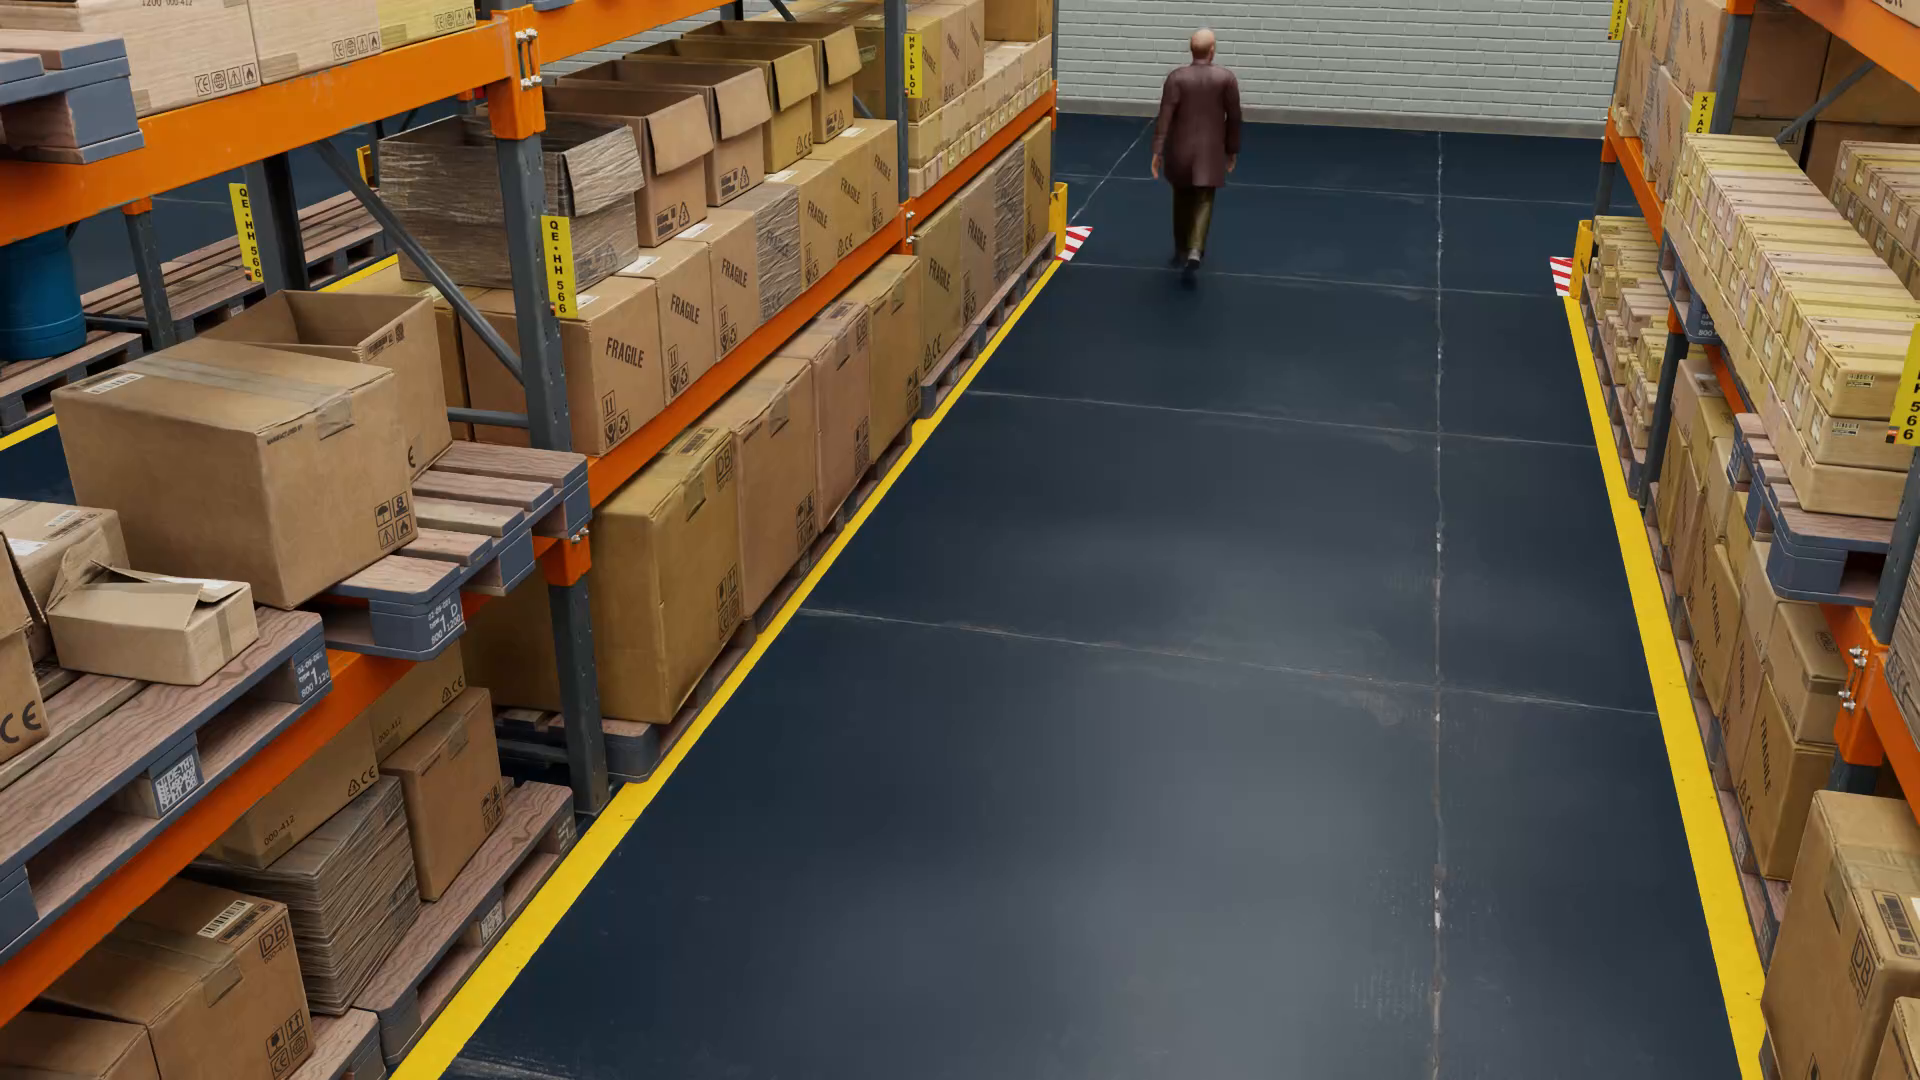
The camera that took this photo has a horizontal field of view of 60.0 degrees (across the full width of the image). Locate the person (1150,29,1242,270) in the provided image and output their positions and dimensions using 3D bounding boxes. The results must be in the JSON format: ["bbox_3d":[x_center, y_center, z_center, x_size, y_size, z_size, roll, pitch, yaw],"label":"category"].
[{"bbox_3d":[1.734,-2.860,12.270,0.656,1.740,1.054,4,25,9],"label":"person"}]
